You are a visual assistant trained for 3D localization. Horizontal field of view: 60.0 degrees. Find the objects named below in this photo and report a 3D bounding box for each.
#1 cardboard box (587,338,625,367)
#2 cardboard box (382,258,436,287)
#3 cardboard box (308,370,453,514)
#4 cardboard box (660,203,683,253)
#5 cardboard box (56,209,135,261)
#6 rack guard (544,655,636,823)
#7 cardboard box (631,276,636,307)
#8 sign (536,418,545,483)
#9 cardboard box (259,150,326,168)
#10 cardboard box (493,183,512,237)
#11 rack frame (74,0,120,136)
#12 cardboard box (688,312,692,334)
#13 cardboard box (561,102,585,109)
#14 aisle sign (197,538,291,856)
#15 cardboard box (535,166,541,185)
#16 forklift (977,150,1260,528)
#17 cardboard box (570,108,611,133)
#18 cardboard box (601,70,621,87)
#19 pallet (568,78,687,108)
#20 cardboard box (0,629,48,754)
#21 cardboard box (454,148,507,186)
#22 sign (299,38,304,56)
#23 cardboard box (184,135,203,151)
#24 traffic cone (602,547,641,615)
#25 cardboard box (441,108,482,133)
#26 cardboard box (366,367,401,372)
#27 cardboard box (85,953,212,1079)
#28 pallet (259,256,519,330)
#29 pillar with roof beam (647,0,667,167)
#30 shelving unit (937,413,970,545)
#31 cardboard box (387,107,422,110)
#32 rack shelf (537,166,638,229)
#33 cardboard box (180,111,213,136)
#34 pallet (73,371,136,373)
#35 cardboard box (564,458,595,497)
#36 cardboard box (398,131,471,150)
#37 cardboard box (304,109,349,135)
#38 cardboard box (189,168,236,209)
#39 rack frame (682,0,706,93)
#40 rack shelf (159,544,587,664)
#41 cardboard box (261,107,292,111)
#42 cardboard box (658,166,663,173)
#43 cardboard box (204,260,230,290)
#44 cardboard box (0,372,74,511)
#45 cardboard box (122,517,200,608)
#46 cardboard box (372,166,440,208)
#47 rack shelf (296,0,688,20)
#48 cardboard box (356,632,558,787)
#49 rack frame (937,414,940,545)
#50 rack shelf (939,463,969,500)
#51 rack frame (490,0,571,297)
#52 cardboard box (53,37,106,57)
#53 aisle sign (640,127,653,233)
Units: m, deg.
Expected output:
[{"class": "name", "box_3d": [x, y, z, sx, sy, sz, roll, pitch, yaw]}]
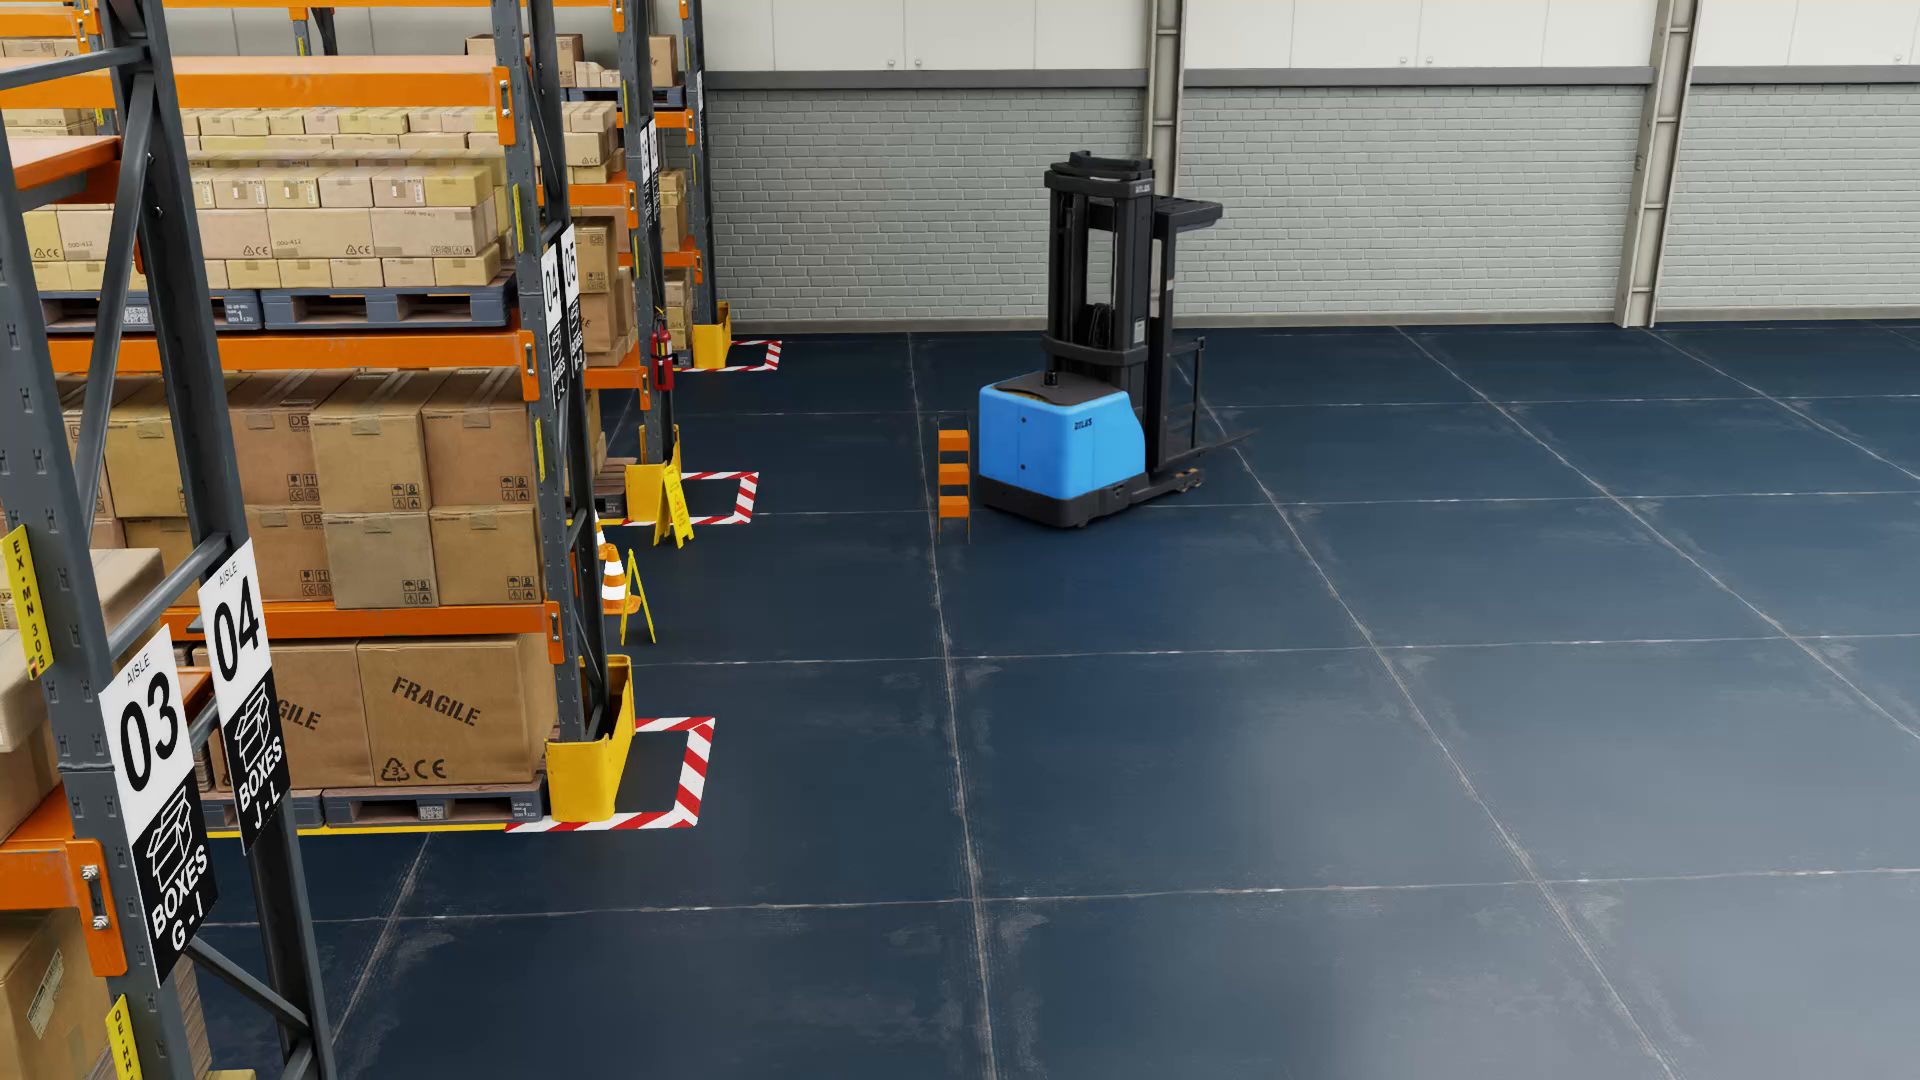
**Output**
[{"class": "cardboard box", "box_3d": [-2.951, -1.565, 13.870, 0.250, 0.149, 0.380, 0, 21, -1]}, {"class": "cardboard box", "box_3d": [-2.770, -1.405, 8.503, 0.250, 0.149, 0.380, -1, 21, -3]}, {"class": "cardboard box", "box_3d": [-3.123, -0.547, 9.114, 0.550, 0.550, 0.875, -1, 21, -3]}, {"class": "cardboard box", "box_3d": [-3.353, -3.473, 18.387, 0.500, 0.500, 0.500, -2, 21, -4]}, {"class": "cardboard box", "box_3d": [-4.183, -1.585, 8.414, 0.500, 0.250, 0.500, -1, 21, -3]}, {"class": "rack guard", "box_3d": [-2.182, 1.158, 9.878, 0.348, 0.500, 1.175, -1, 21, -3]}, {"class": "cardboard box", "box_3d": [-3.828, -2.775, 18.564, 0.500, 0.250, 0.500, -1, 21, -2]}, {"class": "sign", "box_3d": [-2.189, -0.469, 8.676, 0.005, 0.325, 0.100, -1, 21, -3]}, {"class": "cardboard box", "box_3d": [-3.573, -1.996, 8.934, 0.250, 0.149, 0.380, -2, 21, -4]}, {"class": "cardboard box", "box_3d": [-2.703, -1.805, 8.993, 0.500, 0.250, 0.500, -1, 21, -3]}, {"class": "rack frame", "box_3d": [-6.583, -4.489, 12.764, 0.127, 3.000, 1.000, -1, 21, -3]}, {"class": "cardboard box", "box_3d": [-3.378, -2.500, 19.247, 0.500, 0.250, 0.500, -1, 21, -3]}, {"class": "cardboard box", "box_3d": [-3.207, -3.478, 13.557, 0.250, 0.149, 0.380, -1, 21, -3]}, {"class": "aisle sign", "box_3d": [-1.979, 0.431, 4.619, 0.004, 0.787, 0.394, -1, 21, -3]}, {"class": "cardboard box", "box_3d": [-3.444, -2.934, 13.249, 0.250, 0.149, 0.380, -1, 21, -1]}, {"class": "forklift", "box_3d": [1.542, -1.906, 14.508, 1.130, 2.935, 3.031, 19, 28, 41]}, {"class": "cardboard box", "box_3d": [-2.910, -3.312, 13.120, 0.250, 0.149, 0.380, -1, 21, -3]}, {"class": "cardboard box", "box_3d": [-3.687, -4.932, 17.767, 0.250, 0.149, 0.380, -2, 21, -5]}, {"class": "pallet", "box_3d": [-3.584, -4.885, 18.144, 1.213, 0.211, 1.003, -1, 21, -3]}, {"class": "cardboard box", "box_3d": [-2.283, 0.352, 3.914, 0.250, 0.149, 0.380, -1, 21, -3]}, {"class": "cardboard box", "box_3d": [-2.558, -2.016, 8.987, 0.250, 0.149, 0.380, -1, 21, -2]}, {"class": "sign", "box_3d": [-6.830, -5.046, 17.275, 0.005, 0.325, 0.100, -1, 21, -3]}, {"class": "cardboard box", "box_3d": [-6.128, -3.068, 13.039, 0.500, 0.250, 0.500, -2, 21, -4]}, {"class": "traffic cone", "box_3d": [-2.543, 0.274, 12.252, 0.334, 0.463, 0.336, -1, 21, -3]}, {"class": "cardboard box", "box_3d": [-3.925, -3.319, 13.140, 0.250, 0.149, 0.380, -1, 21, -3]}, {"class": "cardboard box", "box_3d": [-4.723, -1.498, 13.693, 0.250, 0.149, 0.380, -1, 21, -3]}, {"class": "cardboard box", "box_3d": [-2.575, 1.570, 4.724, 0.500, 0.500, 0.875, -1, 21, -3]}, {"class": "pallet", "box_3d": [-2.946, -1.352, 8.864, 1.213, 0.211, 1.003, -1, 21, -3]}, {"class": "pillar with roof beam", "box_3d": [-3.378, -5.110, 14.396, 0.400, 9.000, 9.100, -1, 21, -3]}, {"class": "shelving unit", "box_3d": [-0.053, -0.490, 13.431, 0.252, 1.050, 0.215, -1, 21, -3]}, {"class": "cardboard box", "box_3d": [-4.477, -3.469, 13.533, 0.250, 0.149, 0.380, -1, 21, -2]}, {"class": "rack shelf", "box_3d": [-4.586, -2.791, 13.532, 4.000, 0.370, 1.077, -1, 21, -3]}, {"class": "cardboard box", "box_3d": [-5.992, -3.248, 12.954, 0.250, 0.149, 0.380, -1, 21, -1]}, {"class": "pallet", "box_3d": [-7.355, -1.632, 13.960, 1.213, 0.211, 1.003, -1, 21, -3]}, {"class": "cardboard box", "box_3d": [-3.405, -0.565, 14.164, 0.500, 0.250, 0.500, -1, 21, -3]}, {"class": "cardboard box", "box_3d": [-4.105, -3.109, 13.148, 0.500, 0.250, 0.500, -1, 21, -2]}, {"class": "cardboard box", "box_3d": [-4.953, -3.279, 13.033, 0.250, 0.149, 0.380, -1, 21, -4]}, {"class": "cardboard box", "box_3d": [-3.793, -1.757, 8.306, 0.250, 0.149, 0.380, -1, 21, -4]}, {"class": "rack frame", "box_3d": [-2.877, -6.333, 17.608, 0.127, 3.000, 1.000, -1, 21, -3]}, {"class": "rack shelf", "box_3d": [-4.203, 0.367, 9.453, 4.000, 0.370, 1.077, -1, 21, -3]}, {"class": "cardboard box", "box_3d": [-5.508, -3.484, 13.573, 0.250, 0.149, 0.380, -1, 21, -1]}, {"class": "cardboard box", "box_3d": [-3.493, -4.104, 18.715, 0.250, 0.149, 0.380, 0, 21, -1]}, {"class": "cardboard box", "box_3d": [-3.787, -1.385, 8.449, 0.250, 0.149, 0.380, -1, 21, -3]}, {"class": "cardboard box", "box_3d": [-5.287, -0.551, 9.125, 0.550, 0.550, 0.875, -1, 21, -3]}, {"class": "cardboard box", "box_3d": [-4.215, -0.045, 9.314, 0.500, 0.550, 0.875, -1, 21, -3]}, {"class": "cardboard box", "box_3d": [-2.773, -1.778, 8.362, 0.250, 0.149, 0.380, -1, 21, -3]}, {"class": "rack shelf", "box_3d": [-4.873, -5.770, 17.701, 4.000, 0.370, 1.077, -1, 21, -3]}, {"class": "cardboard box", "box_3d": [-2.879, 0.824, 9.637, 0.875, 0.875, 0.875, -1, 21, -3]}, {"class": "rack frame", "box_3d": [-0.175, -0.487, 13.425, 0.008, 1.050, 0.200, -1, 21, -3]}, {"class": "rack shelf", "box_3d": [-0.053, -0.480, 13.435, 0.240, 0.259, 0.215, -1, 21, -3]}, {"class": "rack frame", "box_3d": [-2.206, -2.814, 8.364, 0.127, 3.000, 1.000, -1, 21, -3]}, {"class": "cardboard box", "box_3d": [-9.110, -5.007, 17.471, 0.500, 0.500, 0.500, -1, 21, -2]}, {"class": "aisle sign", "box_3d": [-2.511, -2.880, 13.315, 0.004, 0.787, 0.394, -1, 21, -3]}]
